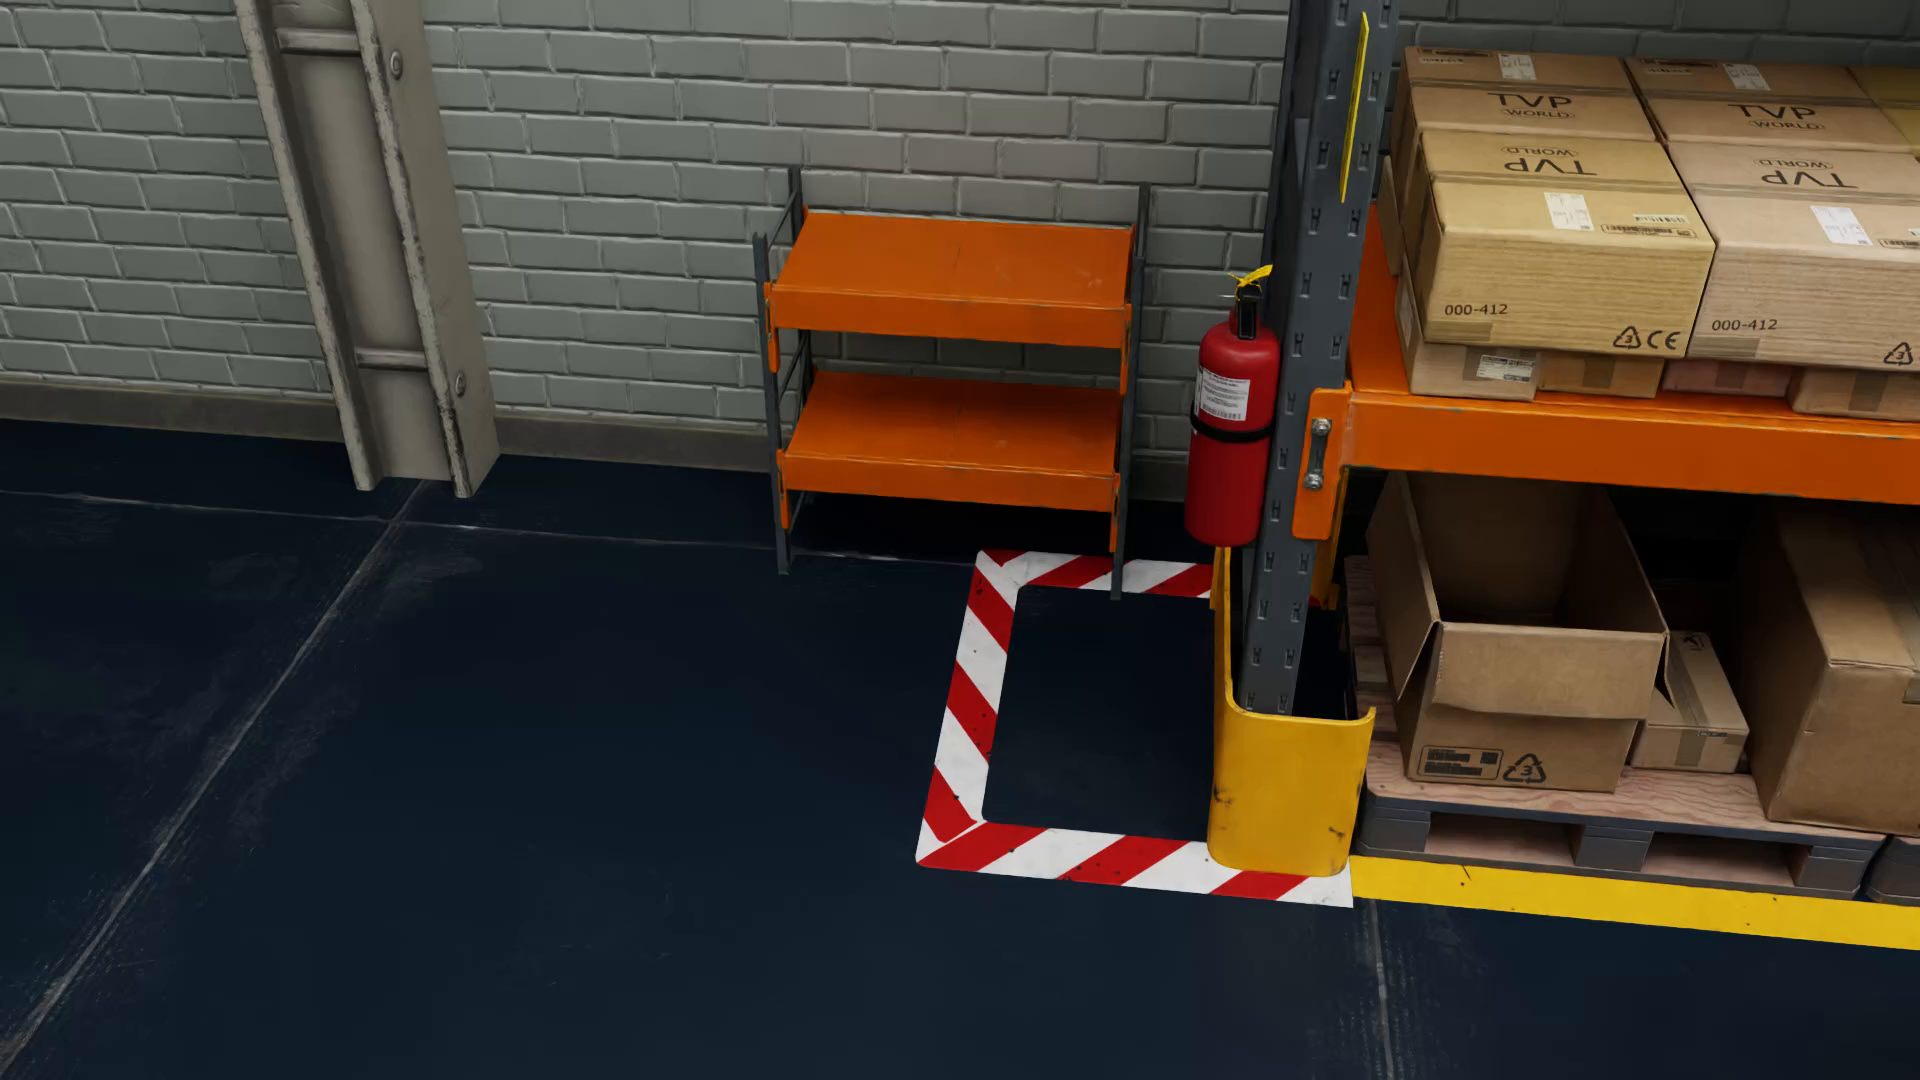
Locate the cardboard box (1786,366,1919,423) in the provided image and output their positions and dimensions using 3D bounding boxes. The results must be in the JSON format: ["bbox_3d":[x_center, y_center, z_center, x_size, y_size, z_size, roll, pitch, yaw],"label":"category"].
[{"bbox_3d":[1.840,-0.412,3.462,0.250,0.149,0.380,5,36,7],"label":"cardboard box"}]

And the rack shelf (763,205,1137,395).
[{"bbox_3d":[-0.006,-0.696,4.753,1.000,0.278,0.538,4,36,6],"label":"rack shelf"}]

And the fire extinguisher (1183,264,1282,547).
[{"bbox_3d":[0.578,-0.304,3.481,0.183,0.674,0.296,4,36,6],"label":"fire extinguisher"}]

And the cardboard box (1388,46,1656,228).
[{"bbox_3d":[1.272,-0.921,3.832,0.500,0.250,0.500,5,36,7],"label":"cardboard box"}]

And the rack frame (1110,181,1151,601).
[{"bbox_3d":[0.498,-0.421,4.871,0.032,1.125,0.500,4,36,6],"label":"rack frame"}]

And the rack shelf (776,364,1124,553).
[{"bbox_3d":[-0.006,-0.259,5.065,1.000,0.278,0.538,4,36,6],"label":"rack shelf"}]

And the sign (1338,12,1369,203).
[{"bbox_3d":[0.713,-0.782,3.019,0.005,0.325,0.100,4,36,6],"label":"sign"}]

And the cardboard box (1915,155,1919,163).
[{"bbox_3d":[2.201,-0.541,3.299,0.500,0.250,0.500,4,36,5],"label":"cardboard box"}]

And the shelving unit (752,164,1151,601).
[{"bbox_3d":[-0.006,-0.458,4.923,1.048,1.125,0.538,4,36,6],"label":"shelving unit"}]

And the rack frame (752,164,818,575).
[{"bbox_3d":[-0.511,-0.494,4.975,0.032,1.125,0.500,4,36,6],"label":"rack frame"}]

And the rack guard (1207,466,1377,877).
[{"bbox_3d":[0.858,0.281,4.427,0.348,0.500,1.175,4,36,6],"label":"rack guard"}]

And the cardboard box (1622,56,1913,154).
[{"bbox_3d":[1.784,-0.883,3.778,0.500,0.250,0.500,4,36,6],"label":"cardboard box"}]

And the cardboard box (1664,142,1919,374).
[{"bbox_3d":[1.698,-0.577,3.349,0.500,0.250,0.500,5,36,6],"label":"cardboard box"}]

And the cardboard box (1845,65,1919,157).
[{"bbox_3d":[2.274,-0.843,3.722,0.500,0.250,0.500,5,36,7],"label":"cardboard box"}]

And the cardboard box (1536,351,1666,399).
[{"bbox_3d":[1.332,-0.466,3.537,0.250,0.149,0.380,5,36,7],"label":"cardboard box"}]

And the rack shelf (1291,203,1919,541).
[{"bbox_3d":[2.766,-0.302,3.710,4.000,0.370,1.077,4,36,6],"label":"rack shelf"}]

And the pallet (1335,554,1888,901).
[{"bbox_3d":[1.649,0.457,4.429,1.213,0.211,1.003,4,36,6],"label":"pallet"}]

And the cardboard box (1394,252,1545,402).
[{"bbox_3d":[1.073,-0.458,3.526,0.250,0.149,0.380,4,36,6],"label":"cardboard box"}]

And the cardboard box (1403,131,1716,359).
[{"bbox_3d":[1.198,-0.614,3.401,0.500,0.250,0.500,4,36,6],"label":"cardboard box"}]

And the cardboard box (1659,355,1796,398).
[{"bbox_3d":[1.597,-0.466,3.537,0.250,0.149,0.380,4,36,5],"label":"cardboard box"}]

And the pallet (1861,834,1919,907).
[{"bbox_3d":[2.855,0.548,4.300,1.213,0.211,1.003,4,36,6],"label":"pallet"}]

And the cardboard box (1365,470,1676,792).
[{"bbox_3d":[1.377,0.203,4.172,0.637,0.503,0.797,3,36,4],"label":"cardboard box"}]

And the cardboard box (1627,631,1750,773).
[{"bbox_3d":[1.793,0.401,4.199,0.250,0.149,0.380,3,36,4],"label":"cardboard box"}]

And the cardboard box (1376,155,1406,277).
[{"bbox_3d":[1.145,-0.770,3.964,0.250,0.149,0.380,4,36,5],"label":"cardboard box"}]

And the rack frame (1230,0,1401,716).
[{"bbox_3d":[0.782,-0.743,3.708,0.127,3.000,1.000,4,36,6],"label":"rack frame"}]

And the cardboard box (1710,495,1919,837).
[{"bbox_3d":[2.220,0.290,4.052,0.500,0.500,0.700,6,36,8],"label":"cardboard box"}]
